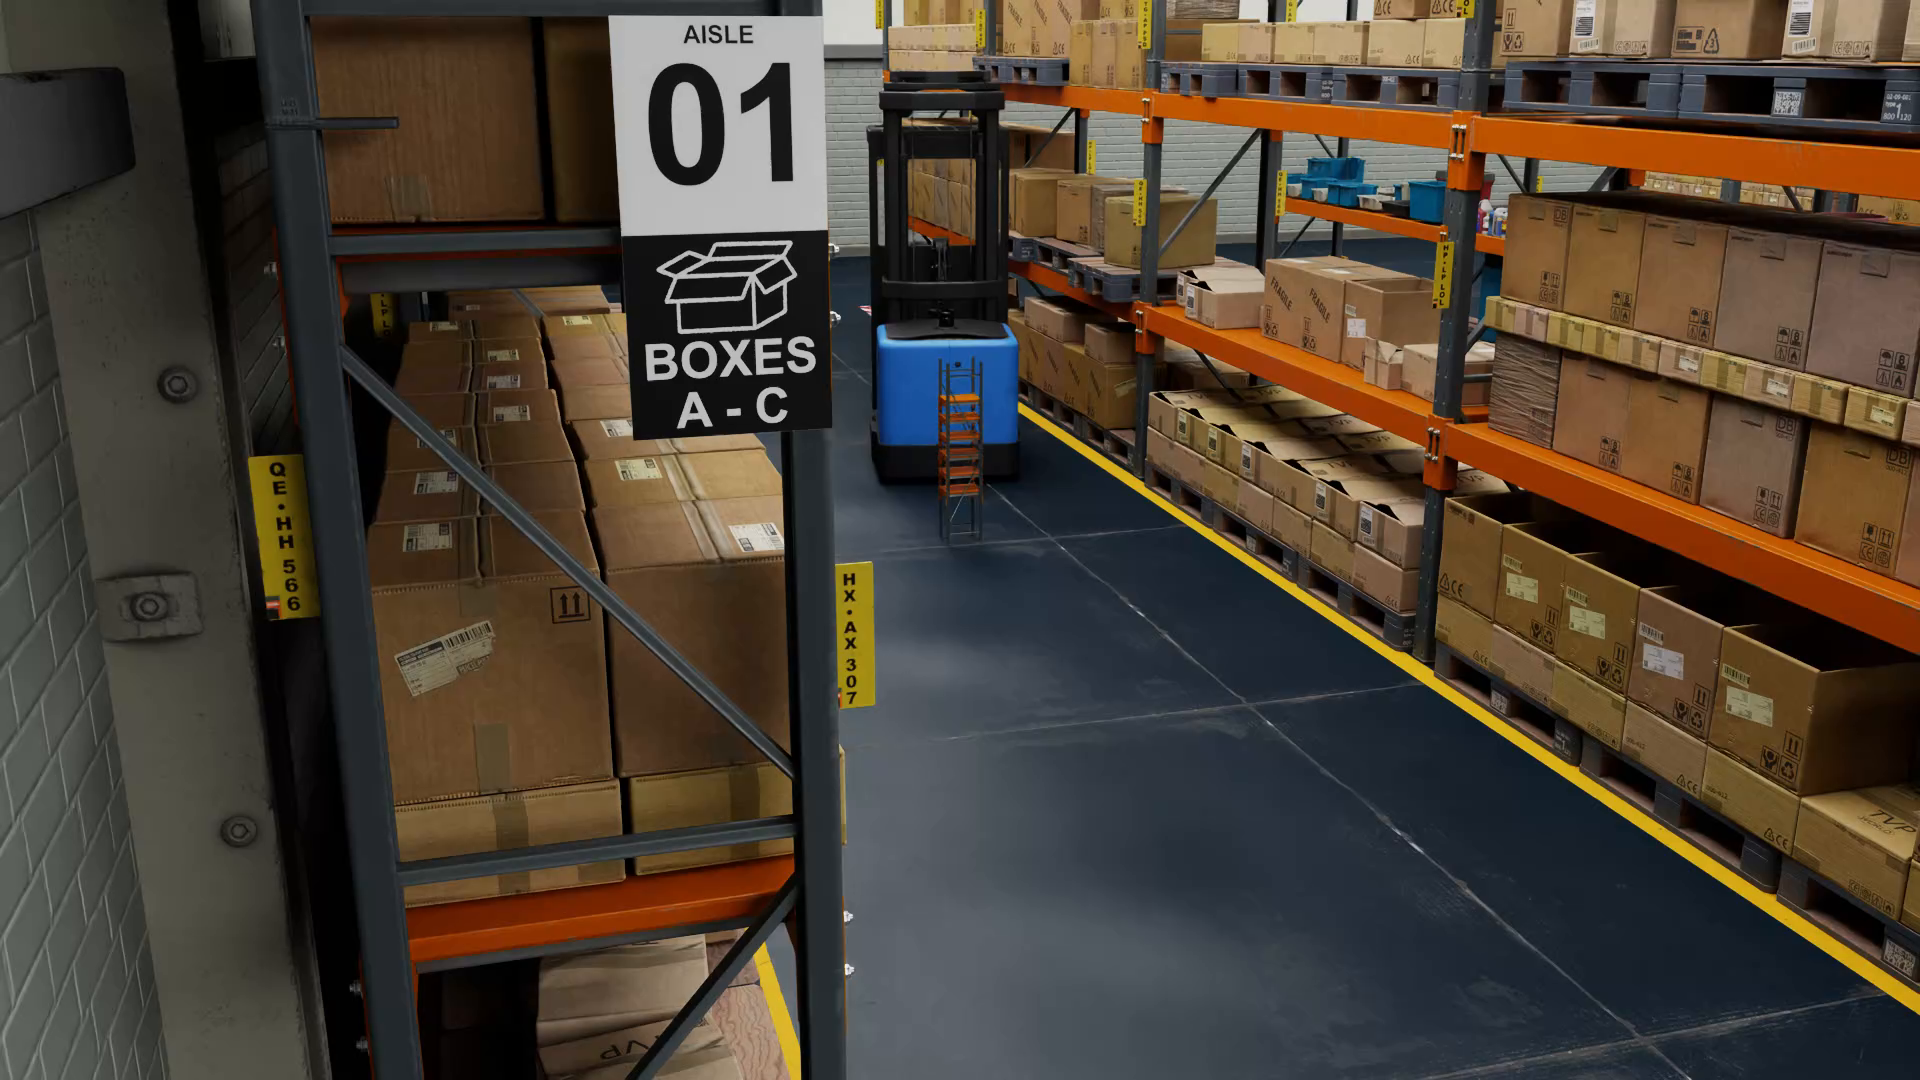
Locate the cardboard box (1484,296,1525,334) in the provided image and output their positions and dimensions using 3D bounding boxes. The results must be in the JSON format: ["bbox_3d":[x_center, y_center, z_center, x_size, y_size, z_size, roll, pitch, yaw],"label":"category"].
[{"bbox_3d":[2.796,-1.105,8.115,0.380,0.149,0.250,-5,17,-15],"label":"cardboard box"}]

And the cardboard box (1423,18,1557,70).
[{"bbox_3d":[2.749,-2.573,8.620,0.500,0.250,0.500,-3,17,-9],"label":"cardboard box"}]

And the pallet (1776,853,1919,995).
[{"bbox_3d":[3.758,1.398,5.932,1.003,0.211,1.213,-5,17,-15],"label":"pallet"}]

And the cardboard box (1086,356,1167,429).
[{"bbox_3d":[1.327,-1.196,13.300,0.500,0.500,0.500,-4,17,-13],"label":"cardboard box"}]

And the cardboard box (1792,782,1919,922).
[{"bbox_3d":[3.428,1.124,6.046,0.500,0.250,0.500,-5,17,-15],"label":"cardboard box"}]

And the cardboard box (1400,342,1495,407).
[{"bbox_3d":[2.732,-0.897,8.984,0.500,0.250,0.500,-4,17,-12],"label":"cardboard box"}]

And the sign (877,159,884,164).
[{"bbox_3d":[-0.911,-4.527,19.303,0.100,0.325,0.005,-5,17,-15],"label":"sign"}]

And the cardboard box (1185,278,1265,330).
[{"bbox_3d":[1.869,-1.637,11.342,0.500,0.311,0.500,-5,17,-16],"label":"cardboard box"}]

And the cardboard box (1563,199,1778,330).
[{"bbox_3d":[3.177,-1.243,7.448,0.700,0.500,0.500,-5,17,-15],"label":"cardboard box"}]

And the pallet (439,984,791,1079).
[{"bbox_3d":[-0.964,1.750,4.759,1.003,0.211,1.213,-5,17,-15],"label":"pallet"}]

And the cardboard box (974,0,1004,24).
[{"bbox_3d":[0.540,-5.144,15.735,0.700,0.500,0.500,-5,17,-15],"label":"cardboard box"}]

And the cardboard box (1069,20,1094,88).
[{"bbox_3d":[1.374,-3.830,13.099,0.910,0.500,0.500,-5,17,-15],"label":"cardboard box"}]

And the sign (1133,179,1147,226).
[{"bbox_3d":[1.290,-2.413,11.897,0.100,0.325,0.005,-5,17,-15],"label":"sign"}]

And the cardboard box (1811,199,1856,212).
[{"bbox_3d":[9.838,-3.769,18.722,0.380,0.149,0.250,-5,17,-15],"label":"cardboard box"}]

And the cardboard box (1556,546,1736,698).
[{"bbox_3d":[3.010,0.350,7.318,0.500,0.500,0.500,-5,17,-15],"label":"cardboard box"}]

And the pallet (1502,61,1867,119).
[{"bbox_3d":[3.168,-1.996,7.323,1.003,0.211,1.213,-5,17,-15],"label":"pallet"}]

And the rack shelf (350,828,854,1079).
[{"bbox_3d":[-1.303,0.455,5.475,1.077,0.370,4.000,-5,17,-15],"label":"rack shelf"}]

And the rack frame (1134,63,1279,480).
[{"bbox_3d":[1.810,-1.942,12.204,1.000,3.000,0.127,-5,17,-15],"label":"rack frame"}]

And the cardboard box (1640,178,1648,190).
[{"bbox_3d":[8.989,-4.622,21.561,0.380,0.149,0.250,-5,17,-16],"label":"cardboard box"}]

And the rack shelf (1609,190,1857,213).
[{"bbox_3d":[9.687,-4.040,20.437,1.077,0.370,4.000,-5,17,-15],"label":"rack shelf"}]

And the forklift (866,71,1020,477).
[{"bbox_3d":[-0.180,-2.238,13.308,1.130,2.935,3.031,-1,17,-4],"label":"forklift"}]

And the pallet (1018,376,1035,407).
[{"bbox_3d":[0.970,-1.491,15.550,1.003,0.211,1.213,-5,17,-15],"label":"pallet"}]

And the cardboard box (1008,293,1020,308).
[{"bbox_3d":[0.281,-2.197,16.634,0.500,0.500,0.500,-5,17,-15],"label":"cardboard box"}]

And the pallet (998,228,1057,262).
[{"bbox_3d":[0.825,-2.727,15.150,1.003,0.211,1.213,-5,17,-15],"label":"pallet"}]

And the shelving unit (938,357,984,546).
[{"bbox_3d":[0.004,-0.571,10.766,0.258,1.200,0.189,-5,17,-15],"label":"shelving unit"}]

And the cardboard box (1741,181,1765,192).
[{"bbox_3d":[9.578,-4.287,19.754,0.500,0.250,0.500,-4,17,-14],"label":"cardboard box"}]

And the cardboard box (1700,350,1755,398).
[{"bbox_3d":[3.226,-0.677,6.689,0.380,0.149,0.250,-5,17,-16],"label":"cardboard box"}]

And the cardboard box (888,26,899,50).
[{"bbox_3d":[-0.498,-5.597,18.547,0.500,0.250,0.500,-5,17,-15],"label":"cardboard box"}]

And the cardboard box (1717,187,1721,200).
[{"bbox_3d":[9.415,-4.195,20.140,0.380,0.149,0.250,-4,17,-14],"label":"cardboard box"}]

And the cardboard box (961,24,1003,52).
[{"bbox_3d":[0.316,-4.766,15.782,0.500,0.250,0.500,-5,17,-15],"label":"cardboard box"}]

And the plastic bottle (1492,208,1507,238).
[{"bbox_3d":[5.335,-3.121,16.342,0.152,0.276,0.135,-5,17,-15],"label":"plastic bottle"}]

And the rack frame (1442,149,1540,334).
[{"bbox_3d":[5.474,-3.439,17.188,1.000,3.000,0.127,-5,17,-15],"label":"rack frame"}]

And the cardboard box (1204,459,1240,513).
[{"bbox_3d":[1.959,-0.376,11.040,0.500,0.250,0.500,-5,17,-17],"label":"cardboard box"}]

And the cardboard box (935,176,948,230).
[{"bbox_3d":[0.040,-3.499,17.213,0.500,0.500,0.500,-4,17,-14],"label":"cardboard box"}]

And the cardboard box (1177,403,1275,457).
[{"bbox_3d":[1.824,-0.782,11.417,0.500,0.311,0.500,-5,17,-17],"label":"cardboard box"}]

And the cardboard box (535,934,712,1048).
[{"bbox_3d":[-1.014,1.384,5.039,0.500,0.311,0.500,-3,17,-11],"label":"cardboard box"}]

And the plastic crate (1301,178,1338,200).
[{"bbox_3d":[4.307,-4.218,19.966,0.416,0.233,0.300,-5,17,-15],"label":"plastic crate"}]

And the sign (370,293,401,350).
[{"bbox_3d":[-2.386,-0.953,6.897,0.100,0.325,0.005,-5,17,-15],"label":"sign"}]

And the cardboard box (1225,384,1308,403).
[{"bbox_3d":[2.190,-0.970,12.041,0.500,0.311,0.500,-4,17,-14],"label":"cardboard box"}]

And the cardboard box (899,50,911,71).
[{"bbox_3d":[-0.367,-5.218,18.157,0.500,0.250,0.500,-5,17,-15],"label":"cardboard box"}]

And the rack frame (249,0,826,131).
[{"bbox_3d":[-0.754,-2.210,2.667,1.000,3.000,0.127,-5,17,-15],"label":"rack frame"}]

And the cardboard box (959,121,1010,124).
[{"bbox_3d":[0.284,-4.298,18.134,0.500,0.500,0.500,-4,17,-14],"label":"cardboard box"}]

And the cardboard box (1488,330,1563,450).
[{"bbox_3d":[3.037,-0.762,8.099,0.700,0.500,0.500,-5,17,-17],"label":"cardboard box"}]

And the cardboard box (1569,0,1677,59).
[{"bbox_3d":[2.942,-2.188,6.991,0.500,0.311,0.500,-6,18,-18],"label":"cardboard box"}]

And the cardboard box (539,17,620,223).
[{"bbox_3d":[-0.605,-0.943,3.455,0.500,0.500,0.500,-4,17,-14],"label":"cardboard box"}]

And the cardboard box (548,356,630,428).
[{"bbox_3d":[-1.155,-0.356,5.846,0.500,0.500,0.500,-5,17,-17],"label":"cardboard box"}]

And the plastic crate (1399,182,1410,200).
[{"bbox_3d":[5.231,-3.848,18.651,0.437,0.282,0.530,-5,17,-15],"label":"plastic crate"}]

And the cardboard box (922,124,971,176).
[{"bbox_3d":[-0.096,-4.115,17.526,0.500,0.500,0.500,-5,17,-16],"label":"cardboard box"}]

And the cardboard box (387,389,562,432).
[{"bbox_3d":[-1.501,-0.169,5.224,0.500,0.500,0.500,-4,17,-14],"label":"cardboard box"}]

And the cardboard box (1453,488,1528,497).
[{"bbox_3d":[3.035,-0.123,9.221,0.500,0.311,0.500,-5,17,-15],"label":"cardboard box"}]

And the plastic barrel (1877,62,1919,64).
[{"bbox_3d":[6.770,-3.550,11.595,0.600,0.830,0.708,-5,17,-15],"label":"plastic barrel"}]

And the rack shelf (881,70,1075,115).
[{"bbox_3d":[0.161,-4.694,17.401,1.077,0.370,4.000,-5,17,-15],"label":"rack shelf"}]

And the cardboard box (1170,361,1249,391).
[{"bbox_3d":[1.959,-1.104,12.995,0.500,0.500,0.500,-4,17,-13],"label":"cardboard box"}]

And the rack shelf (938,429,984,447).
[{"bbox_3d":[0.004,-0.643,10.744,0.258,0.103,0.180,-5,17,-15],"label":"rack shelf"}]
